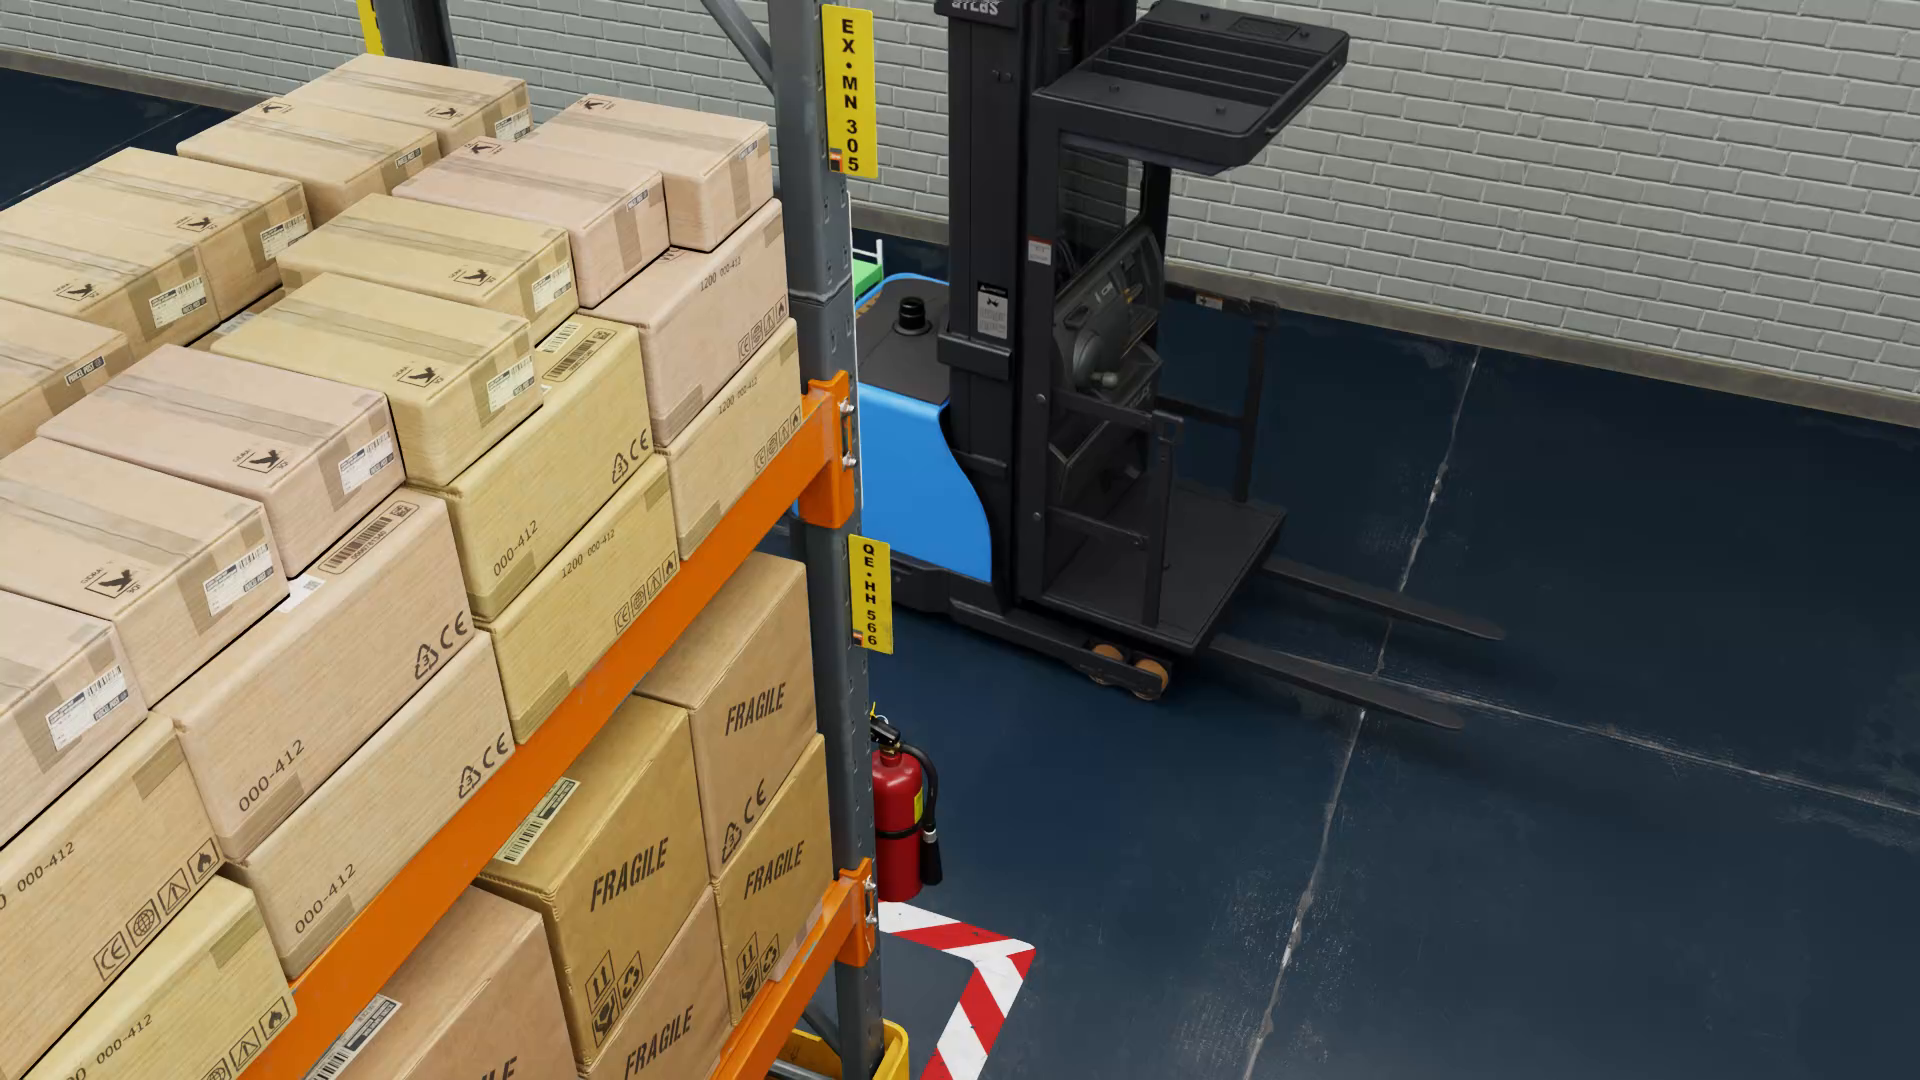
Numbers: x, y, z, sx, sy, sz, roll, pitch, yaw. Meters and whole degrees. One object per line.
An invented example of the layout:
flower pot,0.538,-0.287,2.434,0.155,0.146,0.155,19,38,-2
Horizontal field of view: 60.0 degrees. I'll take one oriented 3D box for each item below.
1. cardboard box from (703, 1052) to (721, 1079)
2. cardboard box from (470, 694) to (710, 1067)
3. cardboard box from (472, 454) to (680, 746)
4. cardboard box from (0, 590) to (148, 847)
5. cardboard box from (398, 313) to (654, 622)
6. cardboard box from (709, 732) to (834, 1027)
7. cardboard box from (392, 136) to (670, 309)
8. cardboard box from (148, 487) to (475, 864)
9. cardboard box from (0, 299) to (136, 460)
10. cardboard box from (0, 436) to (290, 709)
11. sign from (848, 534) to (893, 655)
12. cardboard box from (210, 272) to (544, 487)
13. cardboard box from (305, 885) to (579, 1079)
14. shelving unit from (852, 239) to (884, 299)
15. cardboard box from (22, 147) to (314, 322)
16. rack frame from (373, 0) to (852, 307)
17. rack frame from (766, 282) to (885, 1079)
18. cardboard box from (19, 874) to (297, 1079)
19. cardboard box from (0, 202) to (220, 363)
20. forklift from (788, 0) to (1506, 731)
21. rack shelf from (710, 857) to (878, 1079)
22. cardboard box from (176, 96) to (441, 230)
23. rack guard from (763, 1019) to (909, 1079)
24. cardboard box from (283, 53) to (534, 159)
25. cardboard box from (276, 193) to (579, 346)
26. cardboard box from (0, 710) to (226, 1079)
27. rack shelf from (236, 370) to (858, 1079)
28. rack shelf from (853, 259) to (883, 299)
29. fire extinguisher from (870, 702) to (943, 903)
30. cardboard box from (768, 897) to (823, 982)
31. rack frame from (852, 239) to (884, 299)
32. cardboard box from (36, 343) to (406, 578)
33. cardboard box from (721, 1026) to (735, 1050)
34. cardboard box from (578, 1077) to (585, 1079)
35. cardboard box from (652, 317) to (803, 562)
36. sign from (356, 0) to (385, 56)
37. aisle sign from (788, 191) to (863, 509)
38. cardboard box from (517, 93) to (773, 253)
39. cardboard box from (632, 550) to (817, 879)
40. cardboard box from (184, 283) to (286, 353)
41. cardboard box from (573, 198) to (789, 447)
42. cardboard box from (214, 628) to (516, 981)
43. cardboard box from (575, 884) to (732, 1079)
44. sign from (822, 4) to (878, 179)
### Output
cardboard box,-0.784,1.198,3.851,0.380,0.149,0.250,13,39,17
cardboard box,-0.848,0.612,3.259,0.500,0.500,0.500,13,39,16
cardboard box,-0.827,0.036,2.816,0.500,0.250,0.500,14,39,18
cardboard box,-1.172,0.178,1.876,0.380,0.149,0.250,13,39,16
cardboard box,-0.844,-0.164,2.666,0.500,0.250,0.500,13,39,17
cardboard box,-0.644,0.729,3.937,0.500,0.500,0.500,15,39,19
cardboard box,-0.730,-0.550,2.850,0.380,0.149,0.250,14,39,18
cardboard box,-1.042,0.119,2.288,0.500,0.250,0.500,14,39,18
cardboard box,-1.423,-0.221,2.409,0.380,0.149,0.250,15,39,19
cardboard box,-1.082,0.033,2.070,0.380,0.149,0.250,15,39,19
sign,-0.205,0.128,3.842,0.100,0.325,0.005,14,39,18
cardboard box,-0.847,-0.242,2.437,0.380,0.149,0.250,14,39,18
cardboard box,-1.037,0.902,2.871,0.500,0.500,0.500,16,40,20
shelving unit,-0.577,-0.787,7.799,0.258,1.200,0.503,18,40,23
cardboard box,-1.329,-0.522,2.812,0.380,0.149,0.250,14,39,18
rack frame,-0.711,-1.822,2.671,1.000,3.000,0.127,14,39,18
rack frame,-0.711,0.581,4.467,1.000,3.000,0.127,14,39,18
cardboard box,-1.212,0.606,2.053,0.500,0.250,0.500,16,40,20
cardboard box,-1.422,-0.388,2.632,0.380,0.149,0.250,14,39,18
forklift,0.771,-0.879,6.478,3.031,2.935,1.130,18,41,23
rack shelf,-1.472,1.977,3.201,1.077,0.370,4.000,14,39,18
cardboard box,-1.158,-0.656,2.991,0.380,0.149,0.250,15,39,20
rack guard,-0.740,1.624,5.159,1.175,0.500,0.348,14,39,18
cardboard box,-1.045,-0.793,3.174,0.380,0.149,0.250,14,39,17
cardboard box,-0.847,-0.413,2.666,0.380,0.149,0.250,13,39,16
cardboard box,-1.245,0.396,1.917,0.500,0.250,0.500,12,38,16
rack shelf,-1.472,0.775,2.303,1.077,0.370,4.000,14,39,18
rack shelf,-0.580,-1.121,7.551,0.258,0.148,0.480,18,40,23
fire extinguisher,-0.188,0.727,4.648,0.296,0.674,0.183,14,39,18
cardboard box,-0.574,0.927,4.215,0.380,0.149,0.250,14,39,18
rack frame,-0.459,-0.915,7.969,0.240,1.200,0.015,18,40,23
cardboard box,-1.000,-0.115,2.268,0.380,0.149,0.250,13,39,17
cardboard box,-0.703,1.056,4.042,0.380,0.149,0.250,14,39,18
cardboard box,-1.029,1.296,3.178,0.500,0.500,0.500,14,39,18
cardboard box,-0.639,-0.248,3.196,0.500,0.250,0.500,13,39,17
sign,-1.213,-1.094,3.473,0.100,0.325,0.005,14,39,18
aisle sign,-0.406,-0.432,3.651,0.394,0.787,0.004,14,39,18
cardboard box,-0.566,-0.669,3.009,0.380,0.149,0.250,14,39,17
cardboard box,-0.655,0.332,3.634,0.500,0.500,0.500,13,39,17
cardboard box,-1.316,-0.287,2.831,0.500,0.250,0.500,13,39,17
cardboard box,-0.651,-0.447,3.045,0.500,0.250,0.500,13,39,16
cardboard box,-1.028,0.308,2.453,0.500,0.250,0.500,16,39,20
cardboard box,-0.845,1.013,3.557,0.500,0.500,0.500,13,39,17
sign,-0.205,-0.837,3.120,0.100,0.325,0.005,14,39,18
